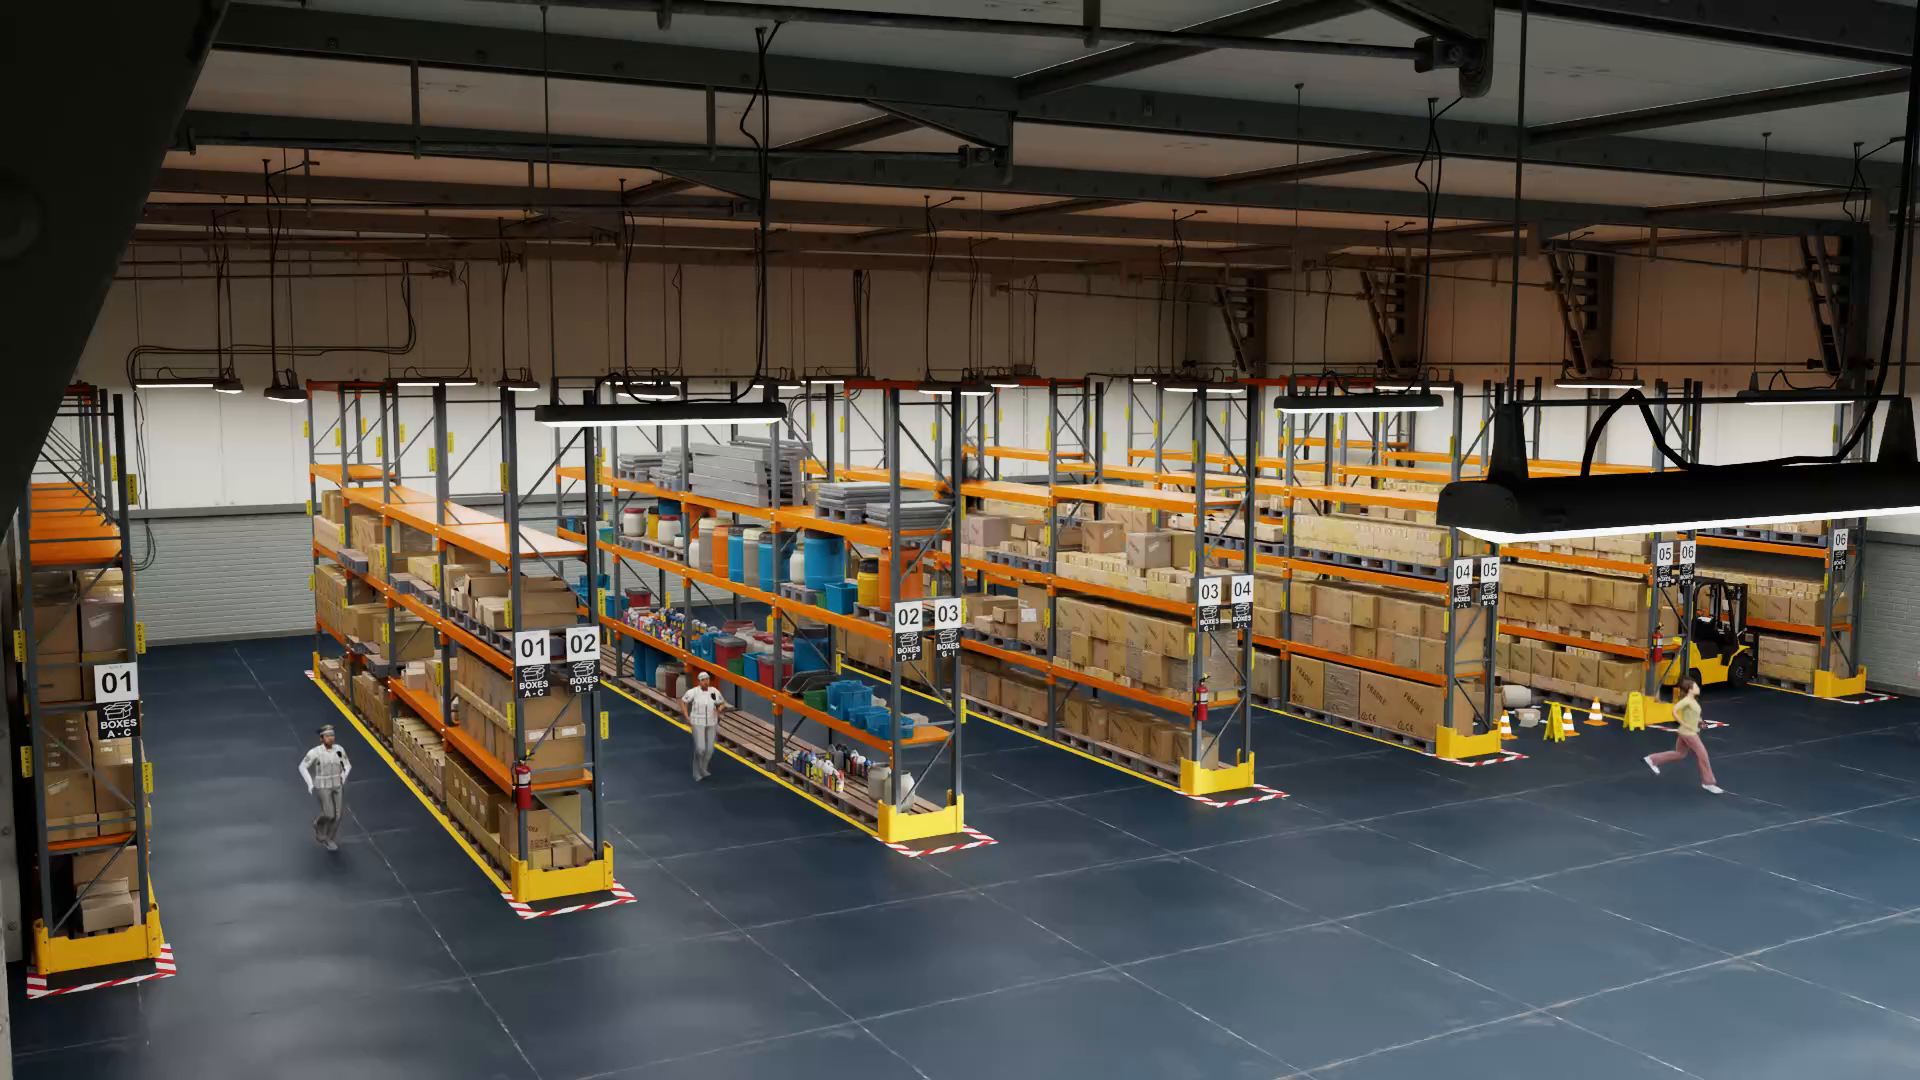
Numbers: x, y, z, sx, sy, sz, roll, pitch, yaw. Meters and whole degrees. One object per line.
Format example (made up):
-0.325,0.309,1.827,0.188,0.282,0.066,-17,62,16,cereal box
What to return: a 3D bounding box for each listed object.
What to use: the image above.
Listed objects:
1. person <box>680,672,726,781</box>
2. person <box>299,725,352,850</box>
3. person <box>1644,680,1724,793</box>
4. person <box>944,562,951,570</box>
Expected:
-3.877,2.827,25.282,0.663,1.664,0.593,-3,7,-23,person
-8.180,3.216,21.592,0.615,1.658,0.541,-6,8,-43,person
10.802,2.892,24.765,1.105,1.667,0.548,2,6,20,person
-0.301,1.361,38.691,0.680,1.728,0.625,-3,7,-23,person
